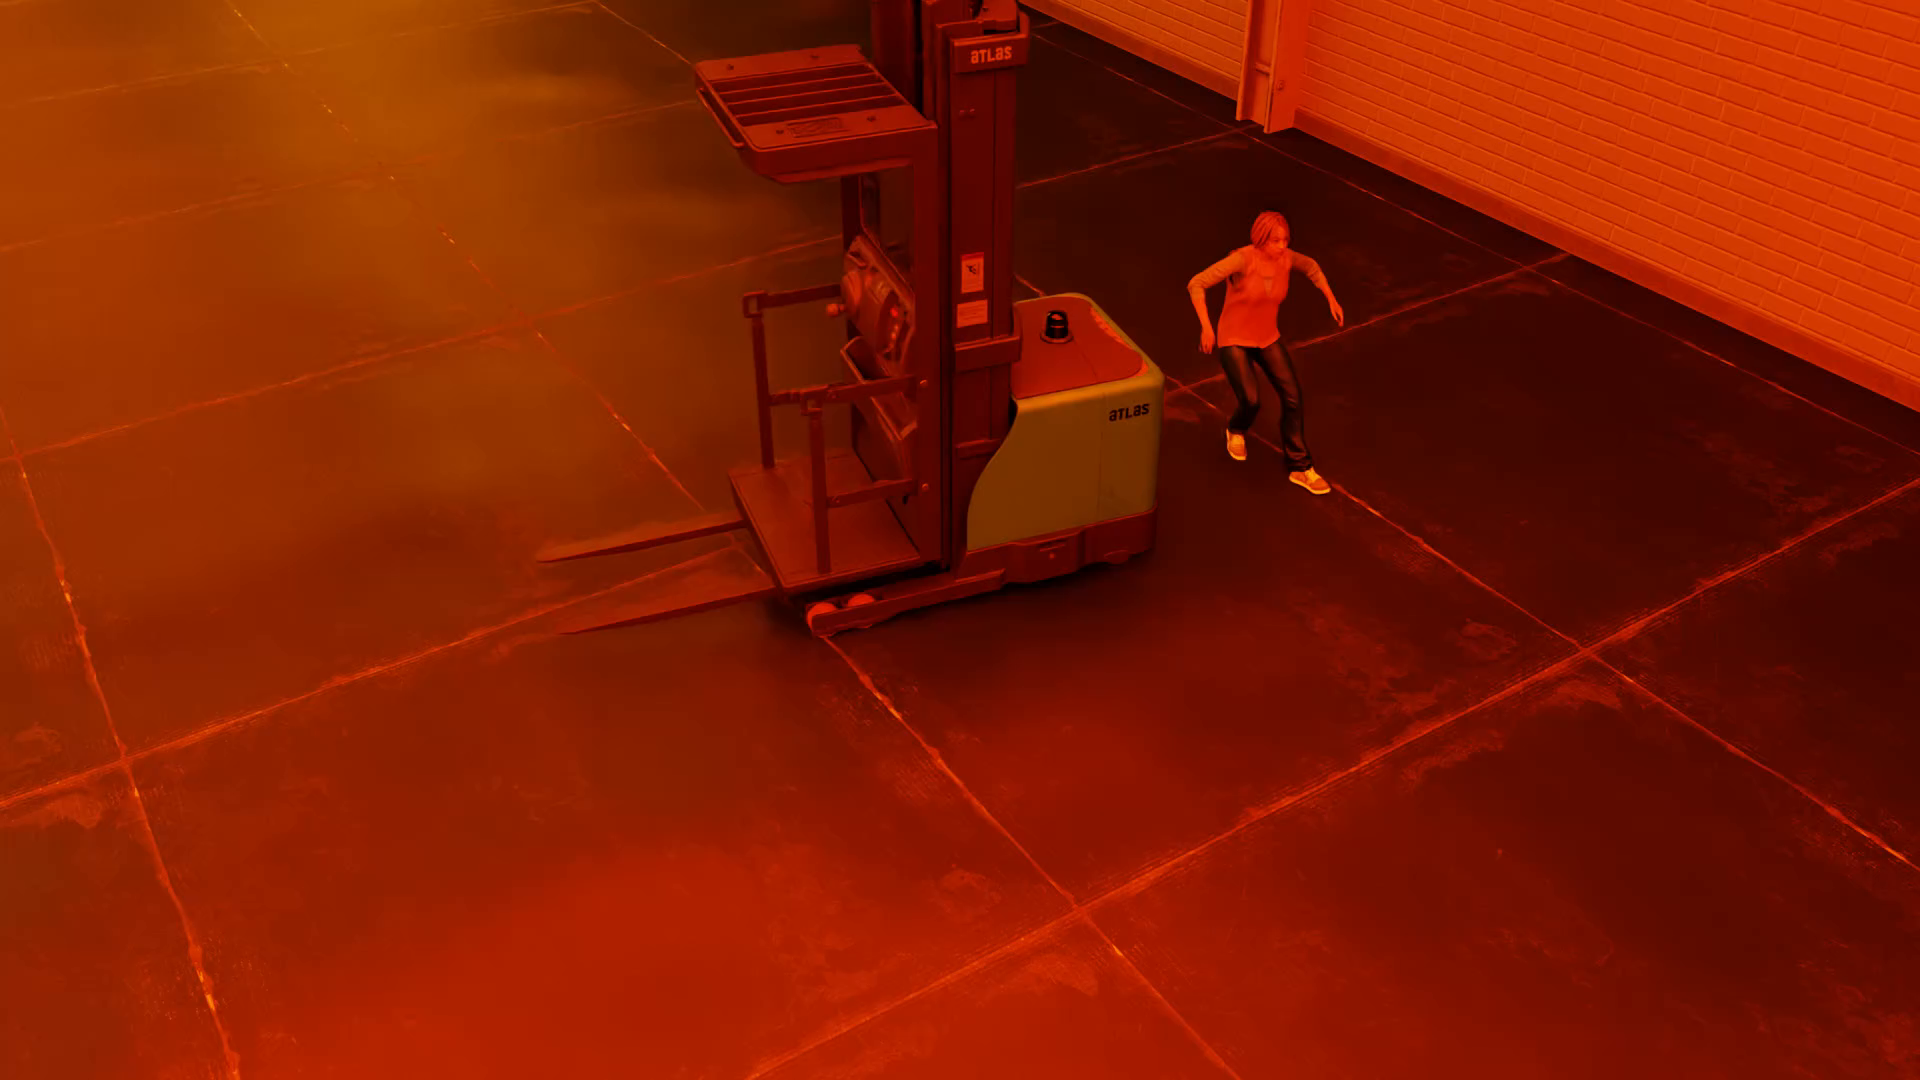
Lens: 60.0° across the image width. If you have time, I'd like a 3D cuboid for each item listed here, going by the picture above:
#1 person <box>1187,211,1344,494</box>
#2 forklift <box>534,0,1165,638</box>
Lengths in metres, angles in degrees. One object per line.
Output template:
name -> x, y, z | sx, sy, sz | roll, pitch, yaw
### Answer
person -> 1.669, -0.986, 8.804 | 0.891, 1.473, 0.727 | -11, 37, -16
forklift -> -0.569, -1.073, 7.674 | 3.031, 2.935, 1.130 | -12, 37, -17
